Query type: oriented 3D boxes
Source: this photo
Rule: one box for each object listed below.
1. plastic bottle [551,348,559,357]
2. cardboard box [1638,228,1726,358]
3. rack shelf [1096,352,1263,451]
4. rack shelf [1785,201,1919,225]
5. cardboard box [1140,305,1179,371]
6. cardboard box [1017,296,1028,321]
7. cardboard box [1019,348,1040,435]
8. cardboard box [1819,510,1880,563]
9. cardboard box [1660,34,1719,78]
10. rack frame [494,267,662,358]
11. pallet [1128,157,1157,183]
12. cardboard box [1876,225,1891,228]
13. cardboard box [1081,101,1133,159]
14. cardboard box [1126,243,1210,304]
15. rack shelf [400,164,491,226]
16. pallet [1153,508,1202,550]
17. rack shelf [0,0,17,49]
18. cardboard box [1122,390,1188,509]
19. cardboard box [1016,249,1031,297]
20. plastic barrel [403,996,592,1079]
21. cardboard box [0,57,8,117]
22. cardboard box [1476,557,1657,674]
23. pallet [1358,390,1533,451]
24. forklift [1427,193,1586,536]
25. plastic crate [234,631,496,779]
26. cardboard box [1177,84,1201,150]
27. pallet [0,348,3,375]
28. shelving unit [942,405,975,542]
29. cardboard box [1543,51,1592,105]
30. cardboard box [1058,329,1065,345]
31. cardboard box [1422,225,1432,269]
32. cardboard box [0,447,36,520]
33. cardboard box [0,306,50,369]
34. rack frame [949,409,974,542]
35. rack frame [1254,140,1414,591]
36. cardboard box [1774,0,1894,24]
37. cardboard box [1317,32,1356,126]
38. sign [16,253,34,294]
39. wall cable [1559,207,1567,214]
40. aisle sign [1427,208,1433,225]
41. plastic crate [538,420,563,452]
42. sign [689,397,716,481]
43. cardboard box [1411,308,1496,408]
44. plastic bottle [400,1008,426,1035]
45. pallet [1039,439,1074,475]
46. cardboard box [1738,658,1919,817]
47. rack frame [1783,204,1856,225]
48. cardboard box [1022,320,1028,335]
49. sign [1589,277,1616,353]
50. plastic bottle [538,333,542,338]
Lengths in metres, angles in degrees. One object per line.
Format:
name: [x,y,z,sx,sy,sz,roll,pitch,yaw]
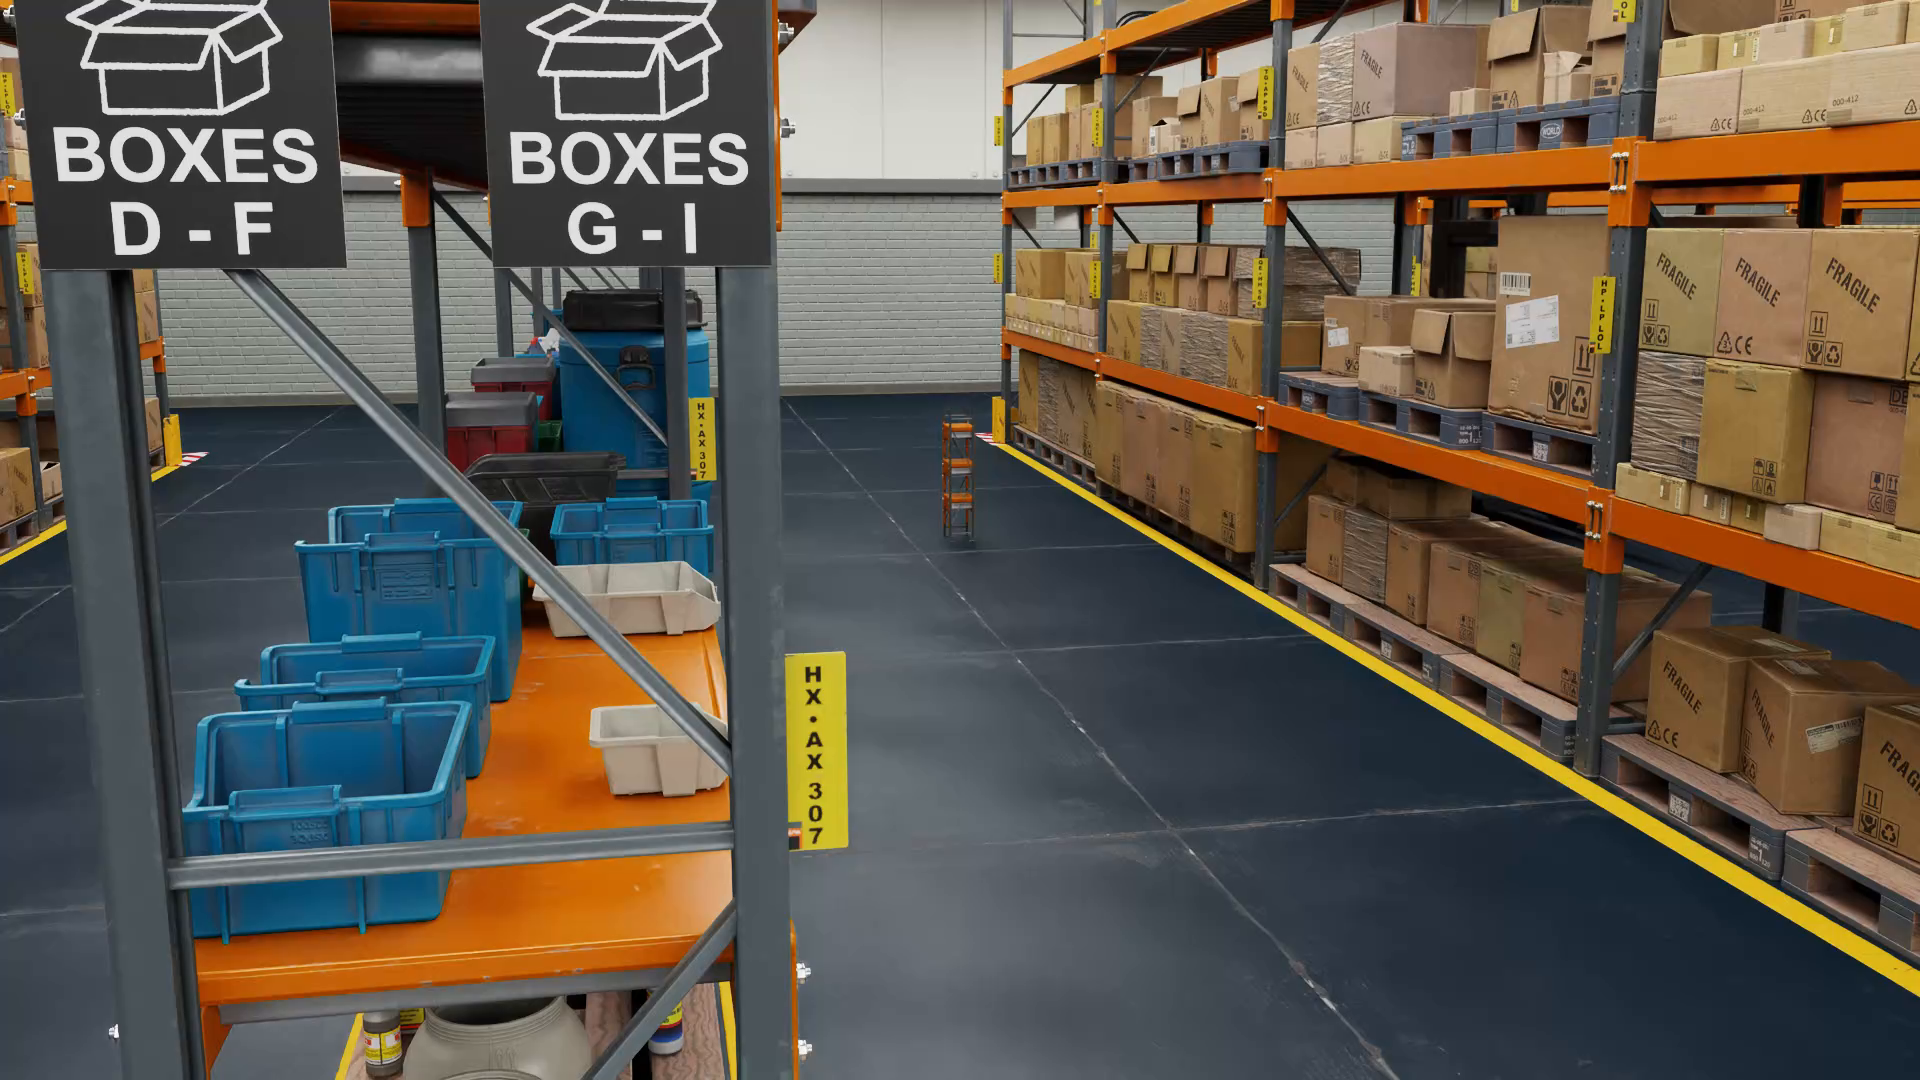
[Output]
plastic bottle: [-2.988,-1.280,12.243,0.097,0.271,0.097,0,11,0]
cardboard box: [3.148,-1.015,6.767,0.500,0.500,0.500,-2,11,-11]
rack shelf: [2.143,-1.167,13.229,1.077,0.370,4.000,-2,11,-11]
rack shelf: [11.085,-3.734,18.696,1.077,0.370,4.000,-2,11,-11]
cardboard box: [1.793,-1.659,13.622,0.500,0.500,0.500,-2,11,-12]
cardboard box: [0.912,-2.500,17.916,0.500,0.250,0.500,-2,11,-12]
cardboard box: [1.179,-1.669,18.501,0.875,0.875,0.875,-2,11,-11]
cardboard box: [3.324,-0.018,5.939,0.380,0.149,0.250,-2,11,-11]
cardboard box: [3.070,-1.945,6.704,0.380,0.149,0.250,-2,11,-13]
rack frame: [-2.327,-0.973,10.288,1.000,3.000,0.127,-2,11,-11]
pallet: [1.980,-3.100,13.952,0.805,0.209,1.217,-3,11,-13]
cardboard box: [10.732,-3.526,19.025,0.380,0.149,0.250,-2,11,-10]
cardboard box: [1.542,-3.807,15.493,0.700,0.500,0.500,-3,11,-14]
cardboard box: [1.886,-2.312,14.372,0.797,0.503,0.637,-2,11,-12]
rack shelf: [-1.938,-1.727,8.148,1.077,0.370,4.000,-2,11,-11]
pallet: [2.218,-0.154,13.443,1.003,0.211,1.213,-2,11,-11]
rack shelf: [-8.353,-4.486,14.634,1.077,0.370,4.000,-2,11,-11]
cardboard box: [2.072,-0.769,13.775,1.225,0.875,0.875,-3,11,-13]
cardboard box: [0.901,-2.872,17.864,0.500,0.500,0.500,-2,11,-12]
plastic barrel: [-1.071,1.300,3.875,0.421,0.512,0.421,0,11,0]
cardboard box: [-8.096,-3.629,13.278,0.700,0.500,0.500,-2,11,-11]
cardboard box: [3.137,0.390,8.632,0.700,0.500,0.500,-2,11,-11]
pallet: [2.957,-0.698,9.353,1.003,0.211,1.213,-2,11,-11]
forklift: [4.493,-1.545,13.474,1.130,2.935,3.031,-2,11,-12]
plastic crate: [-1.282,0.367,3.645,0.499,0.251,0.408,-2,11,-11]
cardboard box: [2.113,-3.258,12.870,0.797,0.503,0.637,-2,11,-12]
pallet: [-7.916,-1.283,12.427,1.003,0.211,1.213,-2,11,-11]
shelving unit: [-0.010,-0.526,13.150,0.215,1.050,0.252,-2,11,-11]
cardboard box: [3.029,-2.202,7.960,0.396,0.266,0.258,-2,11,-9]
cardboard box: [1.172,-1.996,16.335,0.380,0.149,0.250,-2,11,-10]
cardboard box: [5.687,-3.377,19.180,0.500,0.500,0.500,-2,11,-11]
cardboard box: [-7.587,-0.436,12.972,0.500,0.500,0.500,-2,11,-11]
cardboard box: [-7.796,-1.680,13.734,0.500,0.500,0.500,-2,11,-10]
rack frame: [0.013,-0.503,13.032,0.200,1.050,0.008,-2,11,-11]
rack frame: [2.532,-1.154,11.235,1.000,3.000,0.127,-2,11,-11]
cardboard box: [3.647,-2.261,6.631,0.500,0.500,0.500,-2,11,-13]
cardboard box: [2.466,-2.733,9.907,0.500,0.500,0.500,-2,11,-11]
sign: [-7.421,-2.117,13.201,0.100,0.325,0.005,-2,11,-11]
wall cable: [9.577,-4.529,26.168,0.585,1.953,0.123,-2,11,-11]
aisle sign: [5.552,-4.062,19.564,0.394,0.787,0.004,-2,11,-11]
plastic crate: [-2.164,-0.445,8.078,0.450,0.188,0.662,-2,11,-11]
sign: [-1.007,-0.394,6.502,0.100,0.325,0.005,-2,11,-11]
cardboard box: [2.882,-0.991,8.984,0.797,0.503,0.637,-1,11,-5]
plastic bottle: [-1.580,1.248,4.727,0.152,0.276,0.135,-2,11,-11]
pallet: [1.442,-0.884,17.275,1.003,0.211,1.213,-2,11,-11]
cardboard box: [3.467,0.781,6.631,0.500,0.500,0.500,1,11,7]
rack frame: [10.696,-2.981,20.837,1.000,3.000,0.127,-2,11,-11]
cardboard box: [0.874,-2.279,17.817,0.380,0.149,0.250,-2,11,-12]
sign: [2.766,-0.968,7.162,0.100,0.325,0.005,-2,11,-11]
plastic bottle: [-3.426,-1.542,13.590,0.061,0.283,0.133,-2,11,-11]
